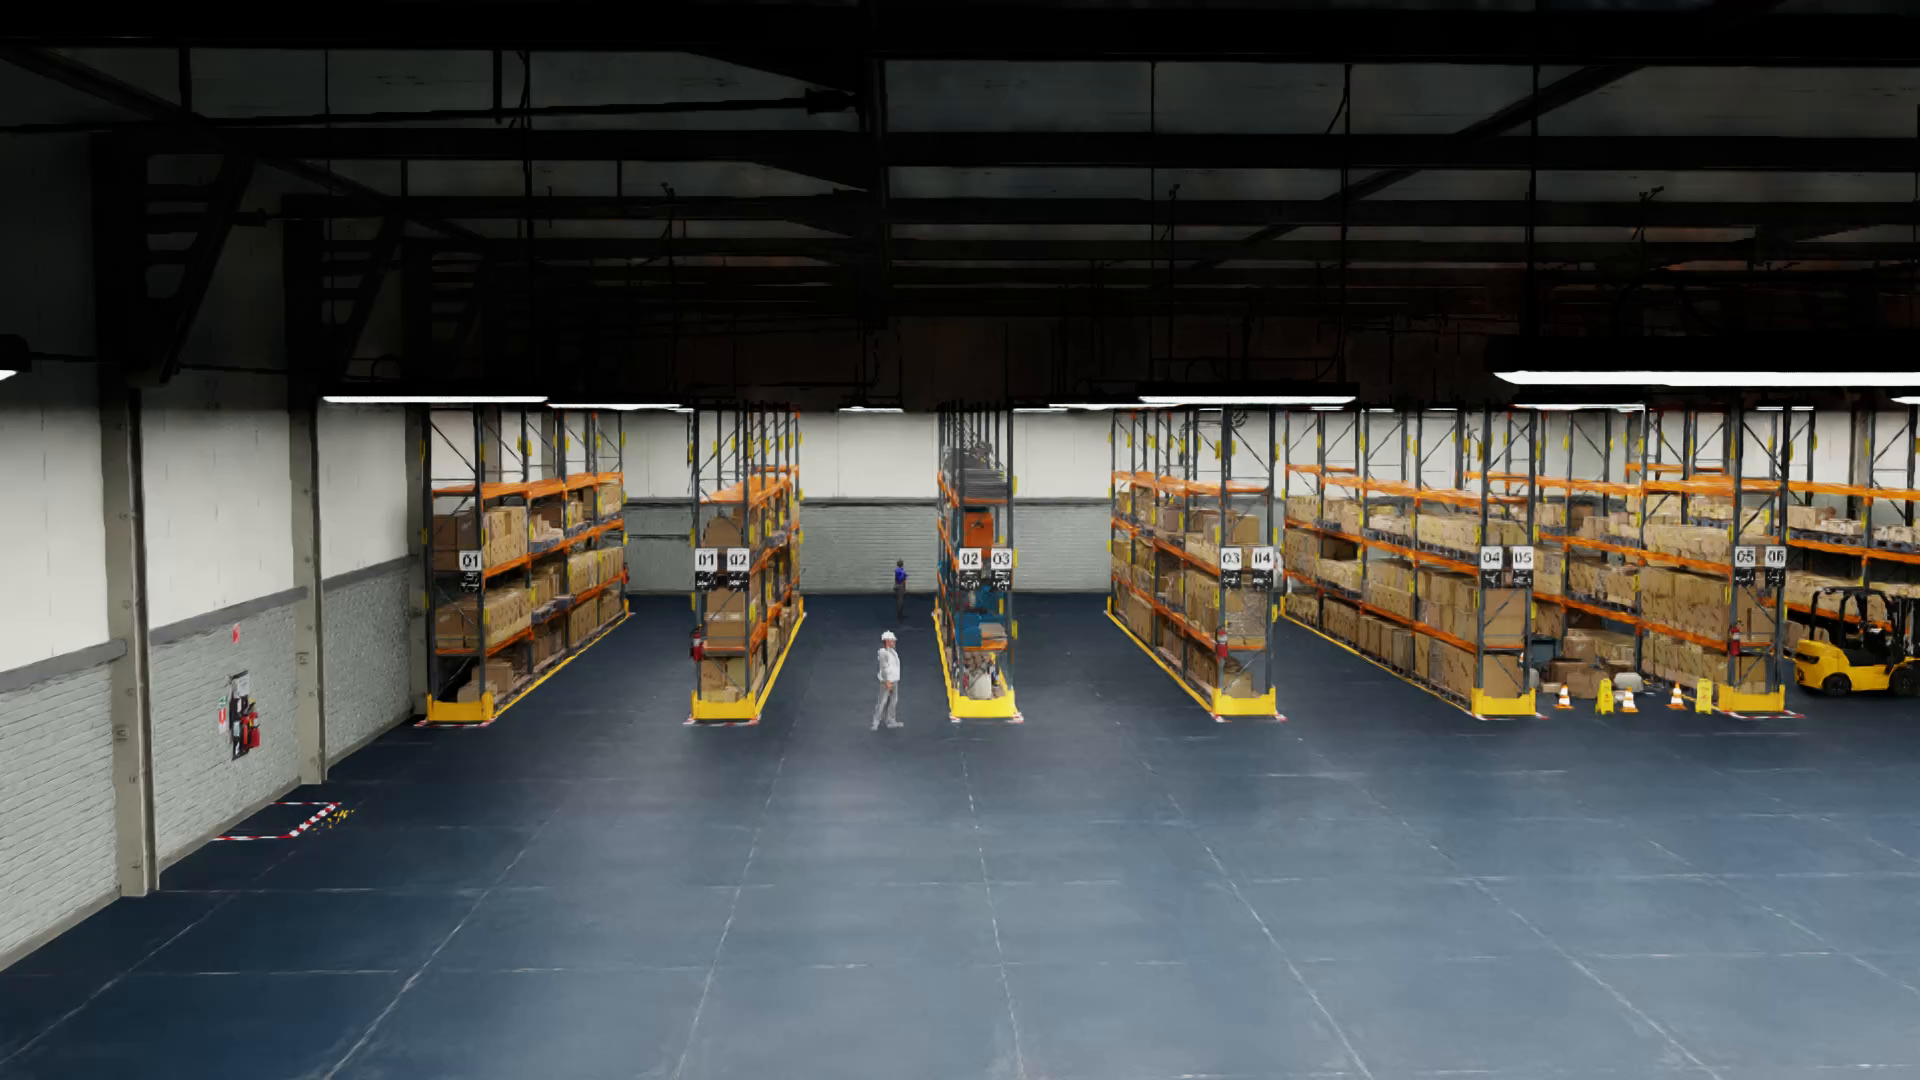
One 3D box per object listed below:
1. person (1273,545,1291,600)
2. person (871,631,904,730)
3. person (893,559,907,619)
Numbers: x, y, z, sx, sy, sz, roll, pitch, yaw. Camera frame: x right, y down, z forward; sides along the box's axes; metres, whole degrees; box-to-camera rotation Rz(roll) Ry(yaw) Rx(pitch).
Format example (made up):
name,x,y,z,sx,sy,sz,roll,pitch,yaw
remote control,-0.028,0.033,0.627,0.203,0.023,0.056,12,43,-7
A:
name,x,y,z,sx,sy,sz,roll,pitch,yaw
person,9.790,0.991,50.856,0.675,1.718,0.809,-2,5,-21
person,-1.342,2.544,30.186,0.434,1.774,0.687,2,5,25
person,-1.637,1.363,46.450,0.422,1.652,0.494,-3,5,-31
